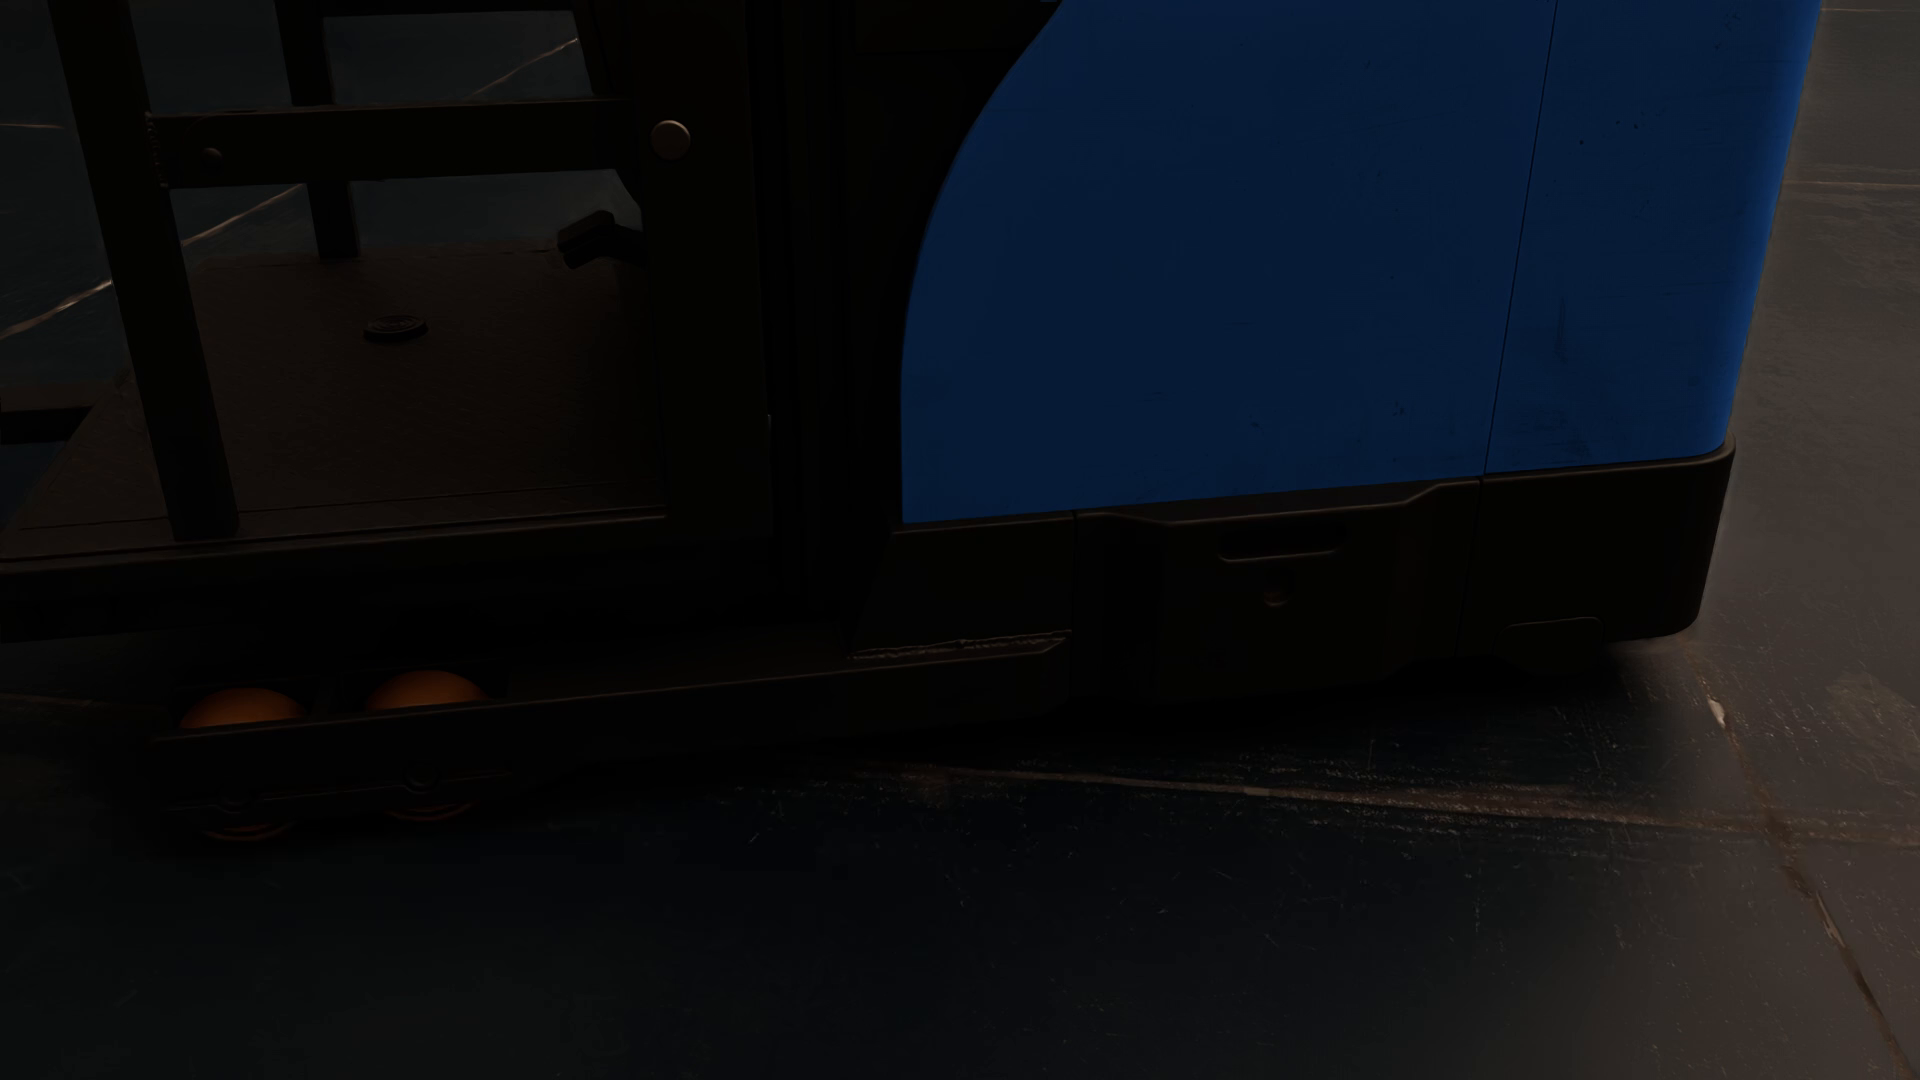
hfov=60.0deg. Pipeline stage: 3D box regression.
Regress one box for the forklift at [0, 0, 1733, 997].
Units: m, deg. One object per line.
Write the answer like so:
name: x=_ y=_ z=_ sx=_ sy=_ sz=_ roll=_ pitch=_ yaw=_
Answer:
forklift: x=-0.528 y=-1.144 z=1.510 sx=3.031 sy=2.935 sz=1.130 roll=-15 pitch=30 yaw=-27
